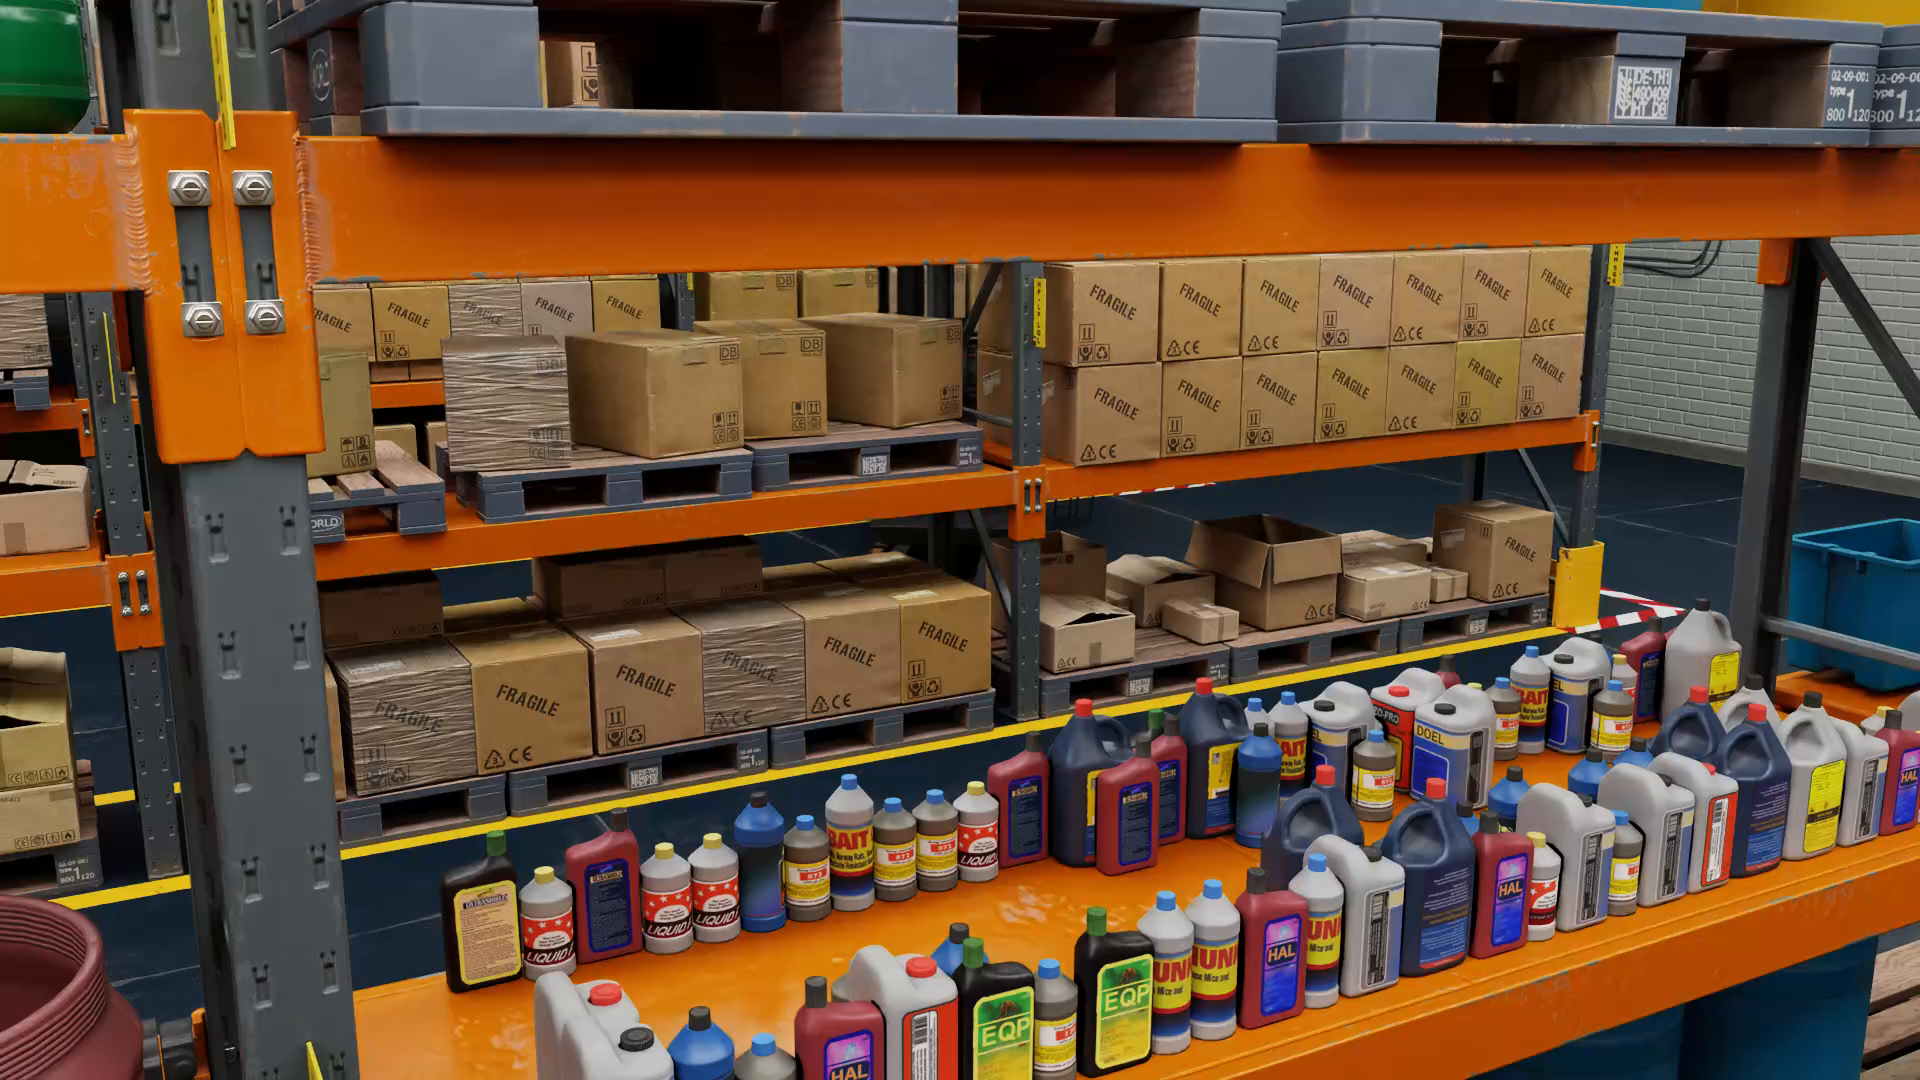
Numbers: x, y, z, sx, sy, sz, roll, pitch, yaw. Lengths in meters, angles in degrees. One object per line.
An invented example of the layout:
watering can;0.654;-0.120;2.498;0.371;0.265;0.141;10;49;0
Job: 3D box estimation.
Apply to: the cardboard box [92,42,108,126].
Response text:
cardboard box;-5.385;-2.954;10.840;0.500;0.500;0.700;-8;15;-32

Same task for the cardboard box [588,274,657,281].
cardboard box;-2.551;-2.058;12.261;0.500;0.250;0.500;-6;14;-26

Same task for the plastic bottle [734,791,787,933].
plastic bottle;-0.394;0.628;3.279;0.097;0.271;0.097;0;13;0

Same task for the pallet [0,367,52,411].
pallet;-6.349;-0.977;10.554;1.003;0.211;1.213;-7;14;-28

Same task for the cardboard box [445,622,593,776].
cardboard box;-1.962;0.693;7.391;0.500;0.500;0.500;-7;14;-29

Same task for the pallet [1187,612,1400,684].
pallet;1.788;0.527;9.787;1.213;0.211;1.003;-7;14;-28

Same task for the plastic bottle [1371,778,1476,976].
plastic bottle;0.866;0.622;3.124;0.185;0.351;0.144;-7;14;-28

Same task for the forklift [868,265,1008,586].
forklift;-0.053;-1.269;11.572;1.130;2.935;3.031;1;13;4

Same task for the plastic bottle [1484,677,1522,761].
plastic bottle;1.373;0.451;4.228;0.097;0.201;0.097;0;13;0

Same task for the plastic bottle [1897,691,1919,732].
plastic bottle;2.292;0.487;3.896;0.135;0.276;0.152;-7;14;-28

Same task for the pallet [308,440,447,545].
pallet;-2.837;-0.203;7.115;1.003;0.211;1.213;-7;14;-28

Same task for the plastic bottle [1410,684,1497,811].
plastic bottle;1.154;0.485;3.904;0.135;0.276;0.152;-7;14;-28

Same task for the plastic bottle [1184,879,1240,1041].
plastic bottle;0.433;0.719;2.876;0.097;0.271;0.097;0;13;0

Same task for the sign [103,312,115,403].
sign;-3.129;-0.670;6.116;0.005;0.325;0.100;-7;14;-28

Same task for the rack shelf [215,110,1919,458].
rack shelf;0.728;-0.579;3.158;4.000;0.370;1.077;-7;14;-28

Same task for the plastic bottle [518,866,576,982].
plastic bottle;-0.767;0.707;3.088;0.097;0.201;0.097;0;13;0

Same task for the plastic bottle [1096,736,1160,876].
plastic bottle;0.357;0.564;3.538;0.133;0.283;0.061;-7;14;-28

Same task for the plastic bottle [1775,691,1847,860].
plastic bottle;1.833;0.507;3.639;0.185;0.351;0.144;-7;14;-28

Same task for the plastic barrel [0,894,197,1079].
plastic barrel;-1.290;0.784;1.982;0.708;0.536;0.600;-7;14;-28

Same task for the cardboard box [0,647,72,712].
cardboard box;-3.998;0.650;6.918;0.500;0.311;0.500;-6;14;-26

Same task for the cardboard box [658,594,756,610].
cardboard box;-1.333;0.486;8.309;0.500;0.500;0.500;-7;14;-27

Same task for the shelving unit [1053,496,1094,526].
shelving unit;0.947;-0.714;13.011;0.258;1.200;0.189;-8;25;-33

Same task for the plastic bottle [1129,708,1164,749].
plastic bottle;0.405;0.522;3.724;0.133;0.283;0.061;-7;14;-28

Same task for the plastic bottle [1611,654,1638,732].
plastic bottle;1.747;0.406;4.427;0.097;0.201;0.097;0;13;0

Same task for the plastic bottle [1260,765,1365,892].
plastic bottle;0.675;0.607;3.191;0.185;0.351;0.144;-7;14;-28

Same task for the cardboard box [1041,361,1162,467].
cardboard box;0.691;-0.682;8.581;0.500;0.500;0.500;-6;14;-26

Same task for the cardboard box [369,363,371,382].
cardboard box;-4.259;-1.184;11.563;0.250;0.149;0.380;-7;14;-27

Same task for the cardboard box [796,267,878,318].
cardboard box;-1.137;-1.862;13.370;0.700;0.700;0.980;-7;15;-29

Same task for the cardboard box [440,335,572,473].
cardboard box;-2.005;-0.612;7.315;0.500;0.500;0.700;-4;13;-17

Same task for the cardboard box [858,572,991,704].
cardboard box;-0.183;0.480;8.337;0.500;0.500;0.500;-7;14;-28

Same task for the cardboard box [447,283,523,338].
cardboard box;-3.436;-1.586;11.875;0.500;0.500;0.500;-7;14;-28

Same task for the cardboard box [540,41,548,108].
cardboard box;-2.127;-1.884;7.091;0.500;0.500;0.910;-7;14;-28

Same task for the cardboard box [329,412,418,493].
cardboard box;-4.294;-0.465;11.782;0.750;0.750;0.750;-7;14;-28

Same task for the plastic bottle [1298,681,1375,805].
plastic bottle;0.878;0.480;3.925;0.135;0.276;0.152;-7;14;-28

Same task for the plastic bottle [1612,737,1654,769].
plastic bottle;1.453;0.559;3.588;0.097;0.271;0.097;0;13;0

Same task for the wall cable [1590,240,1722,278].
wall cable;6.383;-3.945;16.717;0.112;2.526;3.097;-7;14;-28

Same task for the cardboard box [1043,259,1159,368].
cardboard box;0.661;-1.164;8.445;0.500;0.500;0.500;-6;14;-26

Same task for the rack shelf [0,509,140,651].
rack shelf;-5.153;0.350;5.861;4.000;0.370;1.077;-7;14;-28

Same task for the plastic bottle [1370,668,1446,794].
plastic bottle;1.082;0.456;4.034;0.135;0.276;0.152;-7;14;-28

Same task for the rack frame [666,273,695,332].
rack frame;-2.264;-1.586;12.827;0.127;3.000;1.000;-7;14;-28

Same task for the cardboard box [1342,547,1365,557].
cardboard box;2.133;0.182;10.231;0.500;0.250;0.500;-7;14;-28

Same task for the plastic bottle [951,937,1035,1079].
plastic bottle;0.052;0.763;2.652;0.133;0.283;0.061;-7;14;-28

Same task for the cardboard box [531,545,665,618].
cardboard box;-1.746;0.169;8.011;0.500;0.250;0.500;-7;15;-29

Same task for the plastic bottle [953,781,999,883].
plastic bottle;0.034;0.611;3.514;0.097;0.201;0.097;0;13;0

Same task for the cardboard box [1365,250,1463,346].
cardboard box;2.469;-1.381;9.409;0.500;0.500;0.500;-6;14;-26

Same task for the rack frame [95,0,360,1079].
rack frame;-1.028;0.744;2.473;0.127;3.000;1.000;-7;14;-28

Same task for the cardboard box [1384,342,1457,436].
cardboard box;2.467;-0.896;9.529;0.500;0.500;0.500;-7;14;-27

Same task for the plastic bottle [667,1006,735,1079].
plastic bottle;-0.378;0.816;2.444;0.097;0.271;0.097;0;13;0

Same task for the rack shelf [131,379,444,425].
rack shelf;-4.019;-1.025;11.971;4.000;0.370;1.077;-7;14;-28

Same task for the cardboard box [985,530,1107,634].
cardboard box;0.477;0.258;9.322;0.500;0.500;0.500;-7;14;-28

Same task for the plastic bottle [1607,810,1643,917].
plastic bottle;1.322;0.647;3.357;0.097;0.201;0.097;0;13;0

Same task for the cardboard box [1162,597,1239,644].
cardboard box;1.340;0.440;9.273;0.250;0.166;0.380;-7;14;-28

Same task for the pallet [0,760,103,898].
pallet;-4.139;1.228;6.672;1.213;0.211;1.003;-7;14;-28
